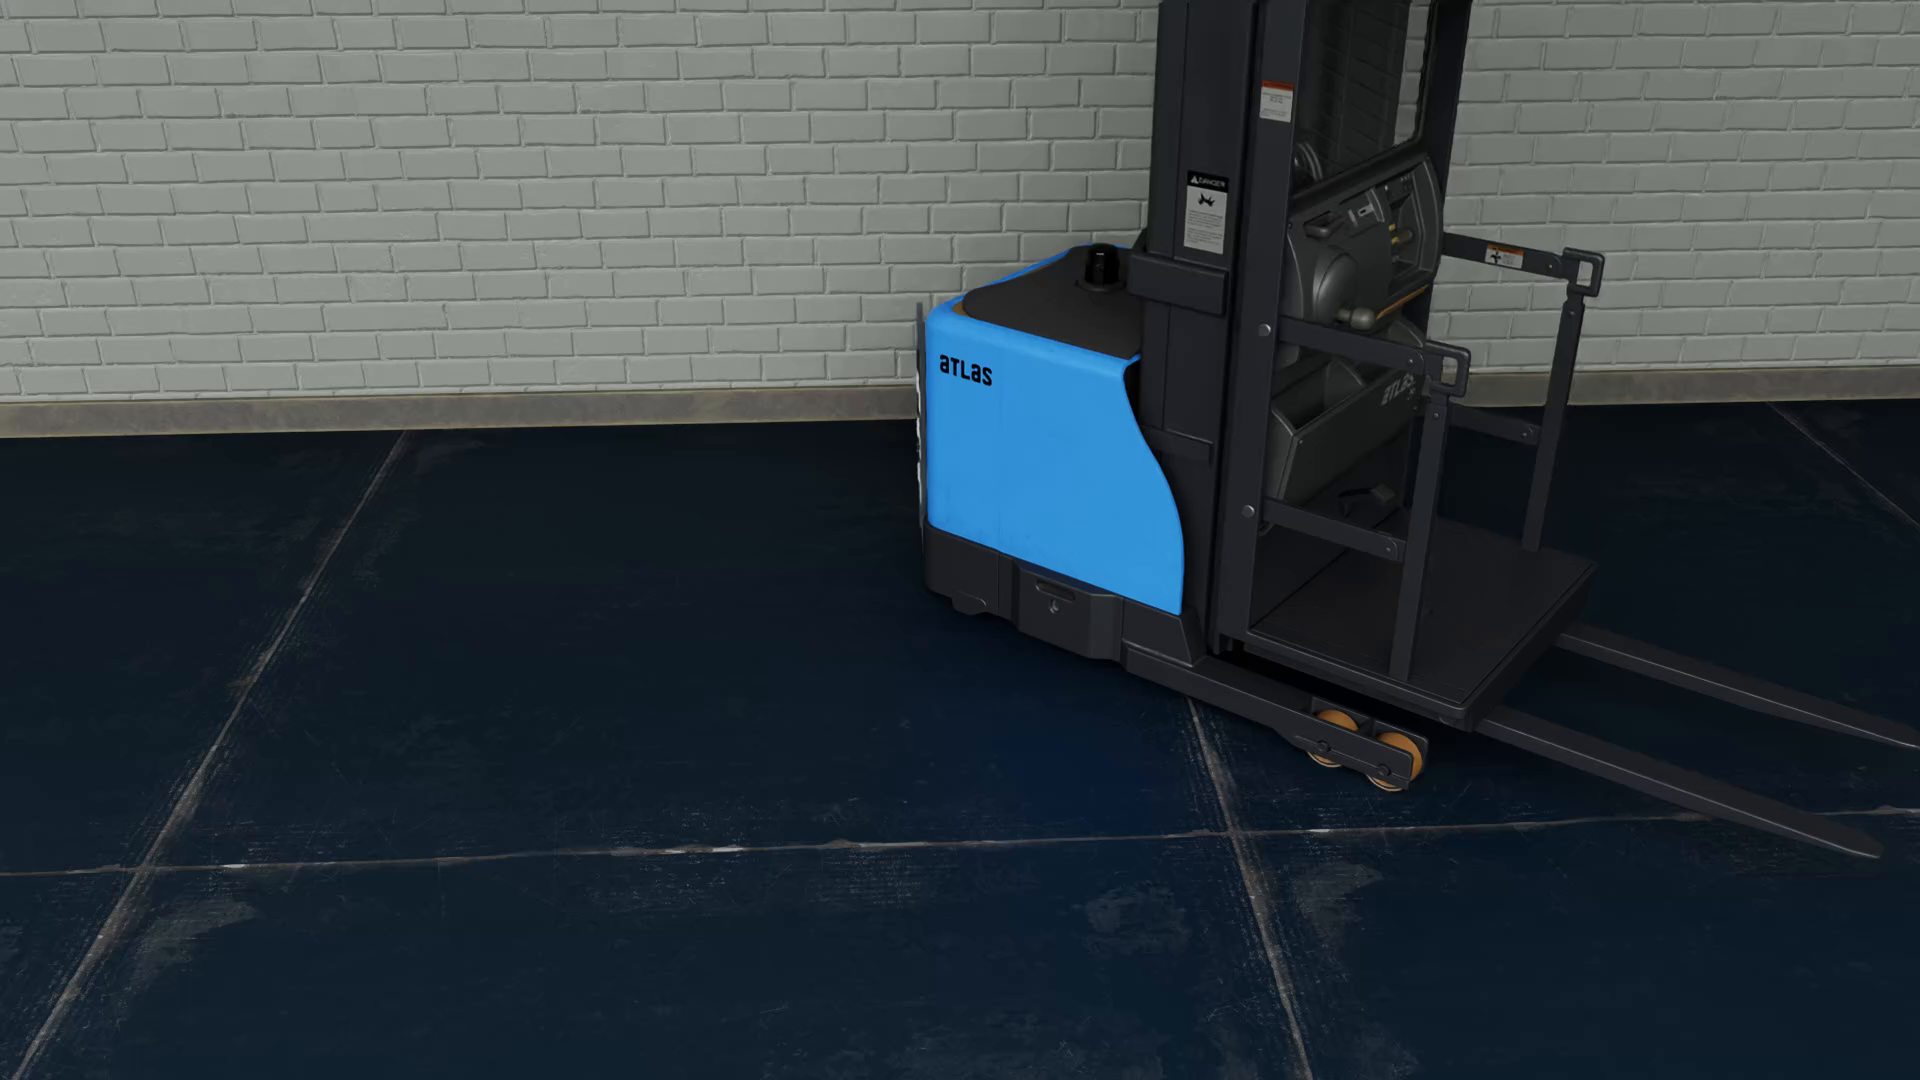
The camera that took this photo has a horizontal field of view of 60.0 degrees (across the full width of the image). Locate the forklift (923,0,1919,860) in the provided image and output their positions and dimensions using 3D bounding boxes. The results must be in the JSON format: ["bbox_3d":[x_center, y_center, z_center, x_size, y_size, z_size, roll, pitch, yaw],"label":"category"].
[{"bbox_3d":[1.345,-0.846,4.704,3.031,2.935,1.130,20,33,33],"label":"forklift"}]

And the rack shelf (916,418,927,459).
[{"bbox_3d":[-0.028,-0.375,6.068,0.258,0.077,0.200,-2,28,-4],"label":"rack shelf"}]

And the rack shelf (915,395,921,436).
[{"bbox_3d":[-0.028,-0.455,6.026,0.258,0.077,0.200,-2,28,-4],"label":"rack shelf"}]

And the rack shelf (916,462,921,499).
[{"bbox_3d":[-0.028,-0.215,6.151,0.258,0.077,0.200,-2,28,-4],"label":"rack shelf"}]

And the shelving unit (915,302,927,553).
[{"bbox_3d":[-0.028,-0.405,6.053,0.258,0.900,0.210,-2,28,-4],"label":"shelving unit"}]

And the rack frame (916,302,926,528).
[{"bbox_3d":[-0.035,-0.451,6.142,0.240,0.900,0.006,-2,28,-4],"label":"rack frame"}]

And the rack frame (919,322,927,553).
[{"bbox_3d":[-0.021,-0.358,5.963,0.240,0.900,0.006,-2,28,-4],"label":"rack frame"}]

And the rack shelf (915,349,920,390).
[{"bbox_3d":[-0.028,-0.614,5.943,0.258,0.077,0.200,-2,28,-4],"label":"rack shelf"}]

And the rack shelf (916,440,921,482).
[{"bbox_3d":[-0.028,-0.295,6.110,0.258,0.077,0.200,-2,28,-4],"label":"rack shelf"}]

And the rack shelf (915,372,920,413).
[{"bbox_3d":[-0.028,-0.535,5.985,0.258,0.077,0.200,-2,28,-4],"label":"rack shelf"}]
